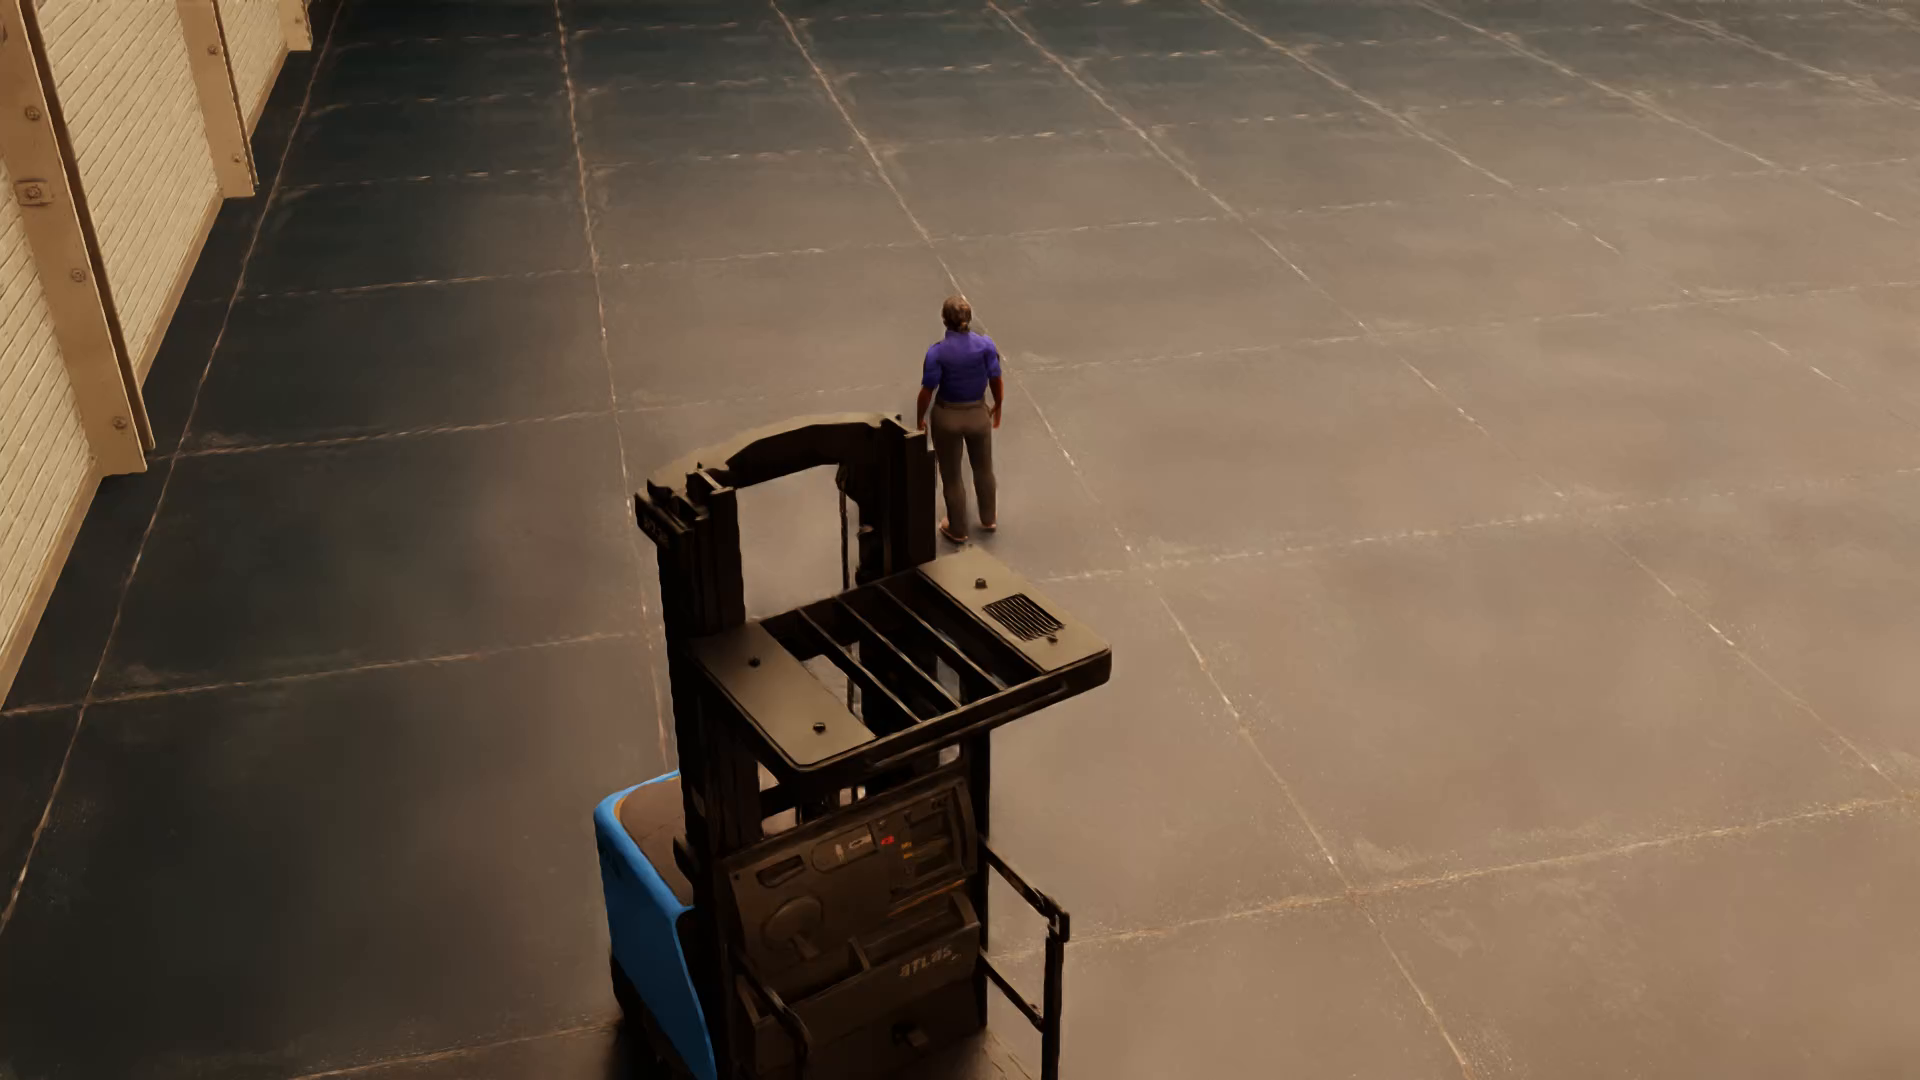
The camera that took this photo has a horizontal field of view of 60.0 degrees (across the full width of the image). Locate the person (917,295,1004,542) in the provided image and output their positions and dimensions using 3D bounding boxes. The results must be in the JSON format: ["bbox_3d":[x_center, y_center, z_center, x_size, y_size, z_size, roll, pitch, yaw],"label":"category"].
[{"bbox_3d":[-0.002,-0.767,10.160,0.570,1.654,0.503,-7,31,-12],"label":"person"}]

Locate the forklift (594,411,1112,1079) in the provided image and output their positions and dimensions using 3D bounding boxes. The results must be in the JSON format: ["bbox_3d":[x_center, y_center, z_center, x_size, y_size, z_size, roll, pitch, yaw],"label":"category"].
[{"bbox_3d":[-0.232,1.172,5.549,1.130,2.935,3.031,-18,35,-29],"label":"forklift"}]
